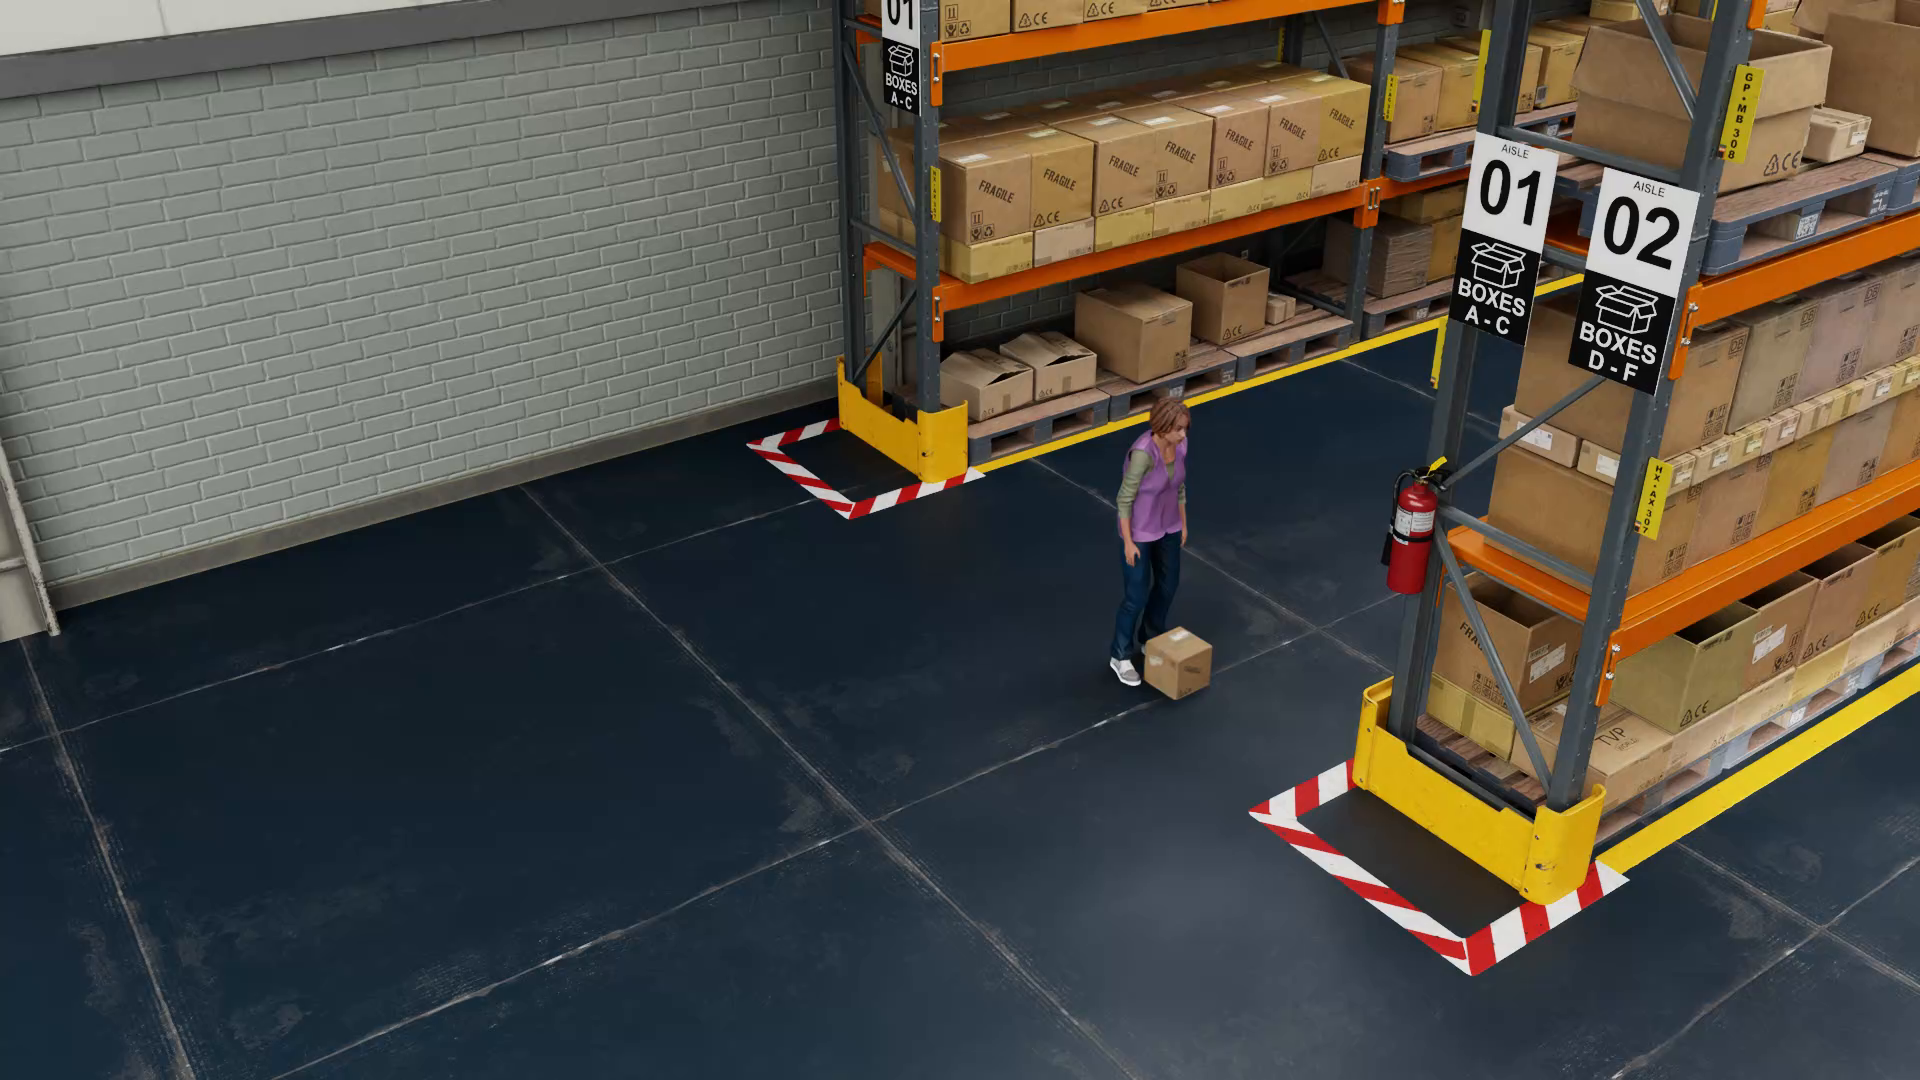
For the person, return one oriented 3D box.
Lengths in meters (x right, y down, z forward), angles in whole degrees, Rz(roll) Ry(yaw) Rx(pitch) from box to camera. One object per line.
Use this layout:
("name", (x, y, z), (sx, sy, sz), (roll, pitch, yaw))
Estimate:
("person", (1.004, -0.021, 8.686), (0.464, 1.581, 0.345), (-20, 35, -32))
